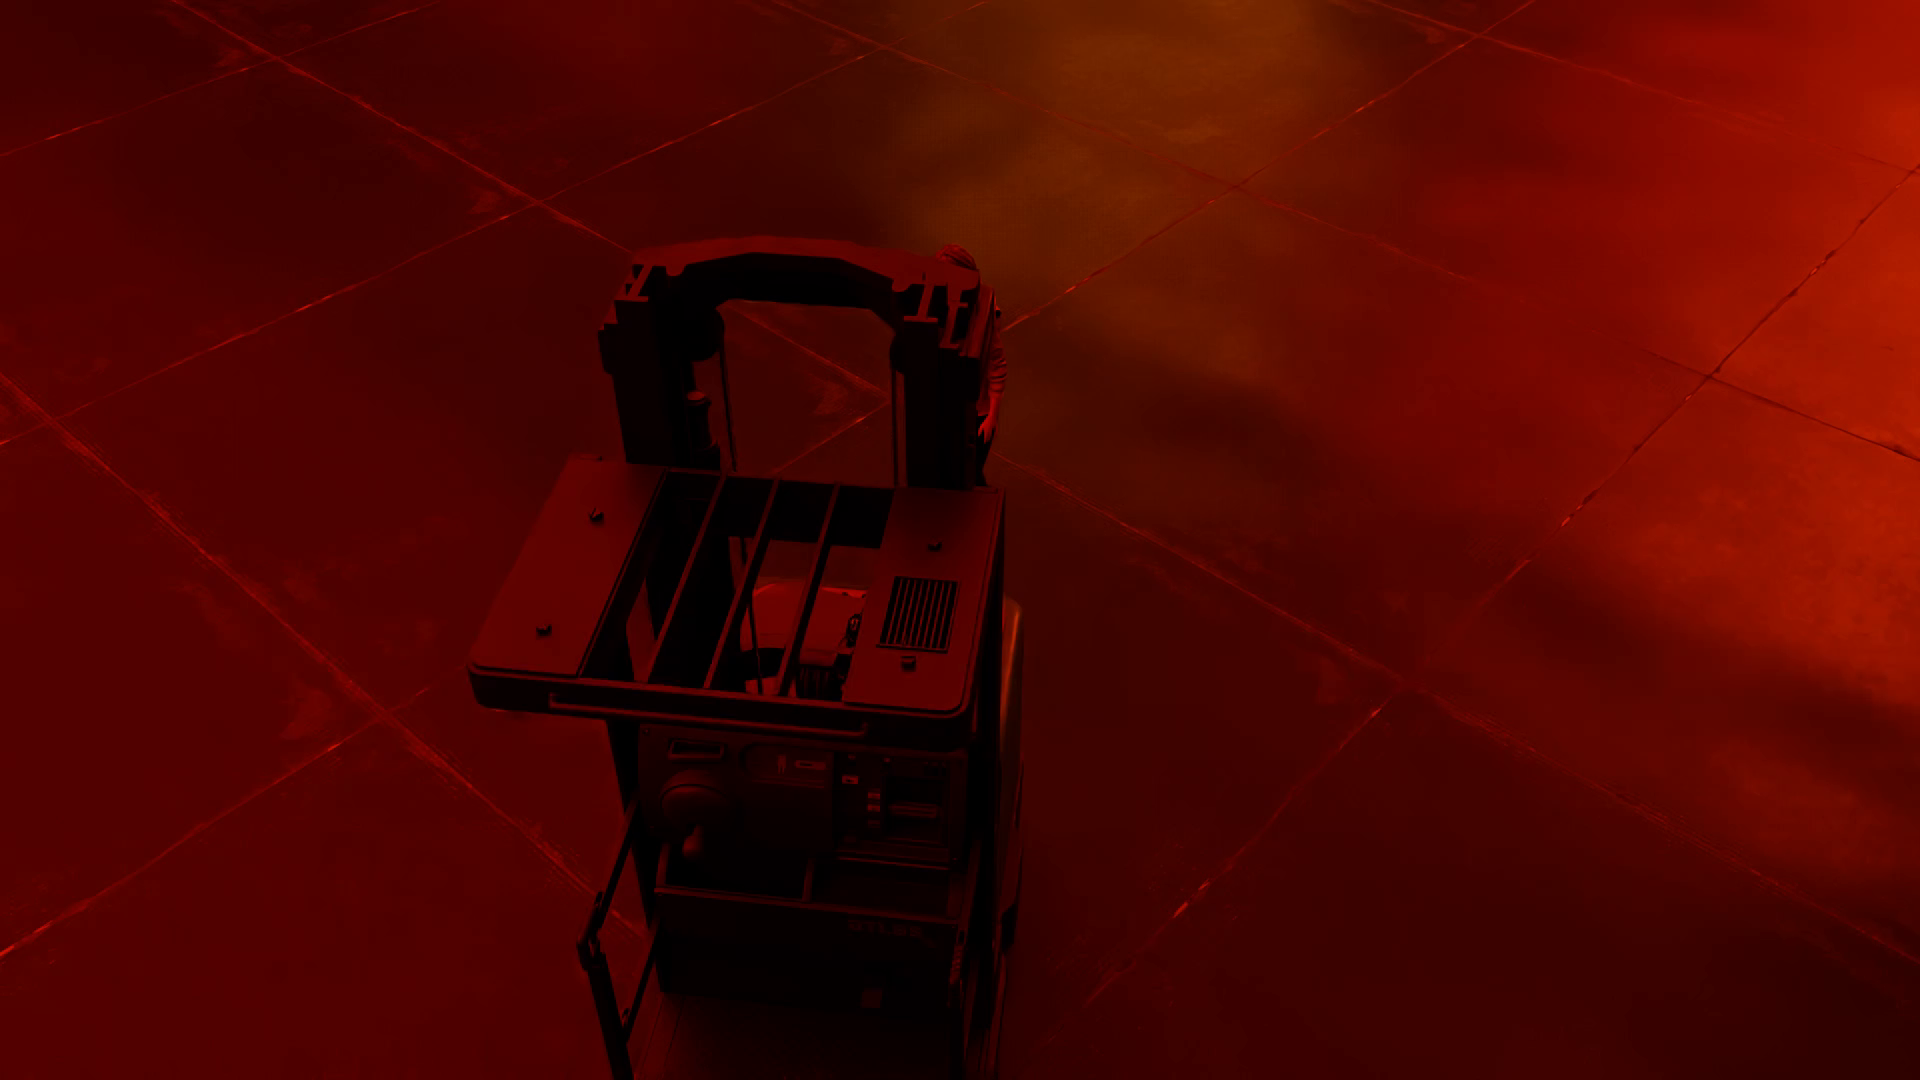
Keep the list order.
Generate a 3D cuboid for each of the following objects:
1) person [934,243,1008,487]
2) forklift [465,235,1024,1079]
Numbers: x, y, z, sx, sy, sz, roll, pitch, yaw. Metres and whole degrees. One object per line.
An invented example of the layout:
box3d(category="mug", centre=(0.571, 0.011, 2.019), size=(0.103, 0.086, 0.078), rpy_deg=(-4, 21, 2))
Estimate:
box3d(category="person", centre=(-0.010, -0.591, 7.146), size=(0.467, 1.592, 0.344), rpy_deg=(29, 48, 30))
box3d(category="forklift", centre=(-0.466, 0.806, 4.489), size=(1.130, 2.935, 3.031), rpy_deg=(5, 41, 6))
